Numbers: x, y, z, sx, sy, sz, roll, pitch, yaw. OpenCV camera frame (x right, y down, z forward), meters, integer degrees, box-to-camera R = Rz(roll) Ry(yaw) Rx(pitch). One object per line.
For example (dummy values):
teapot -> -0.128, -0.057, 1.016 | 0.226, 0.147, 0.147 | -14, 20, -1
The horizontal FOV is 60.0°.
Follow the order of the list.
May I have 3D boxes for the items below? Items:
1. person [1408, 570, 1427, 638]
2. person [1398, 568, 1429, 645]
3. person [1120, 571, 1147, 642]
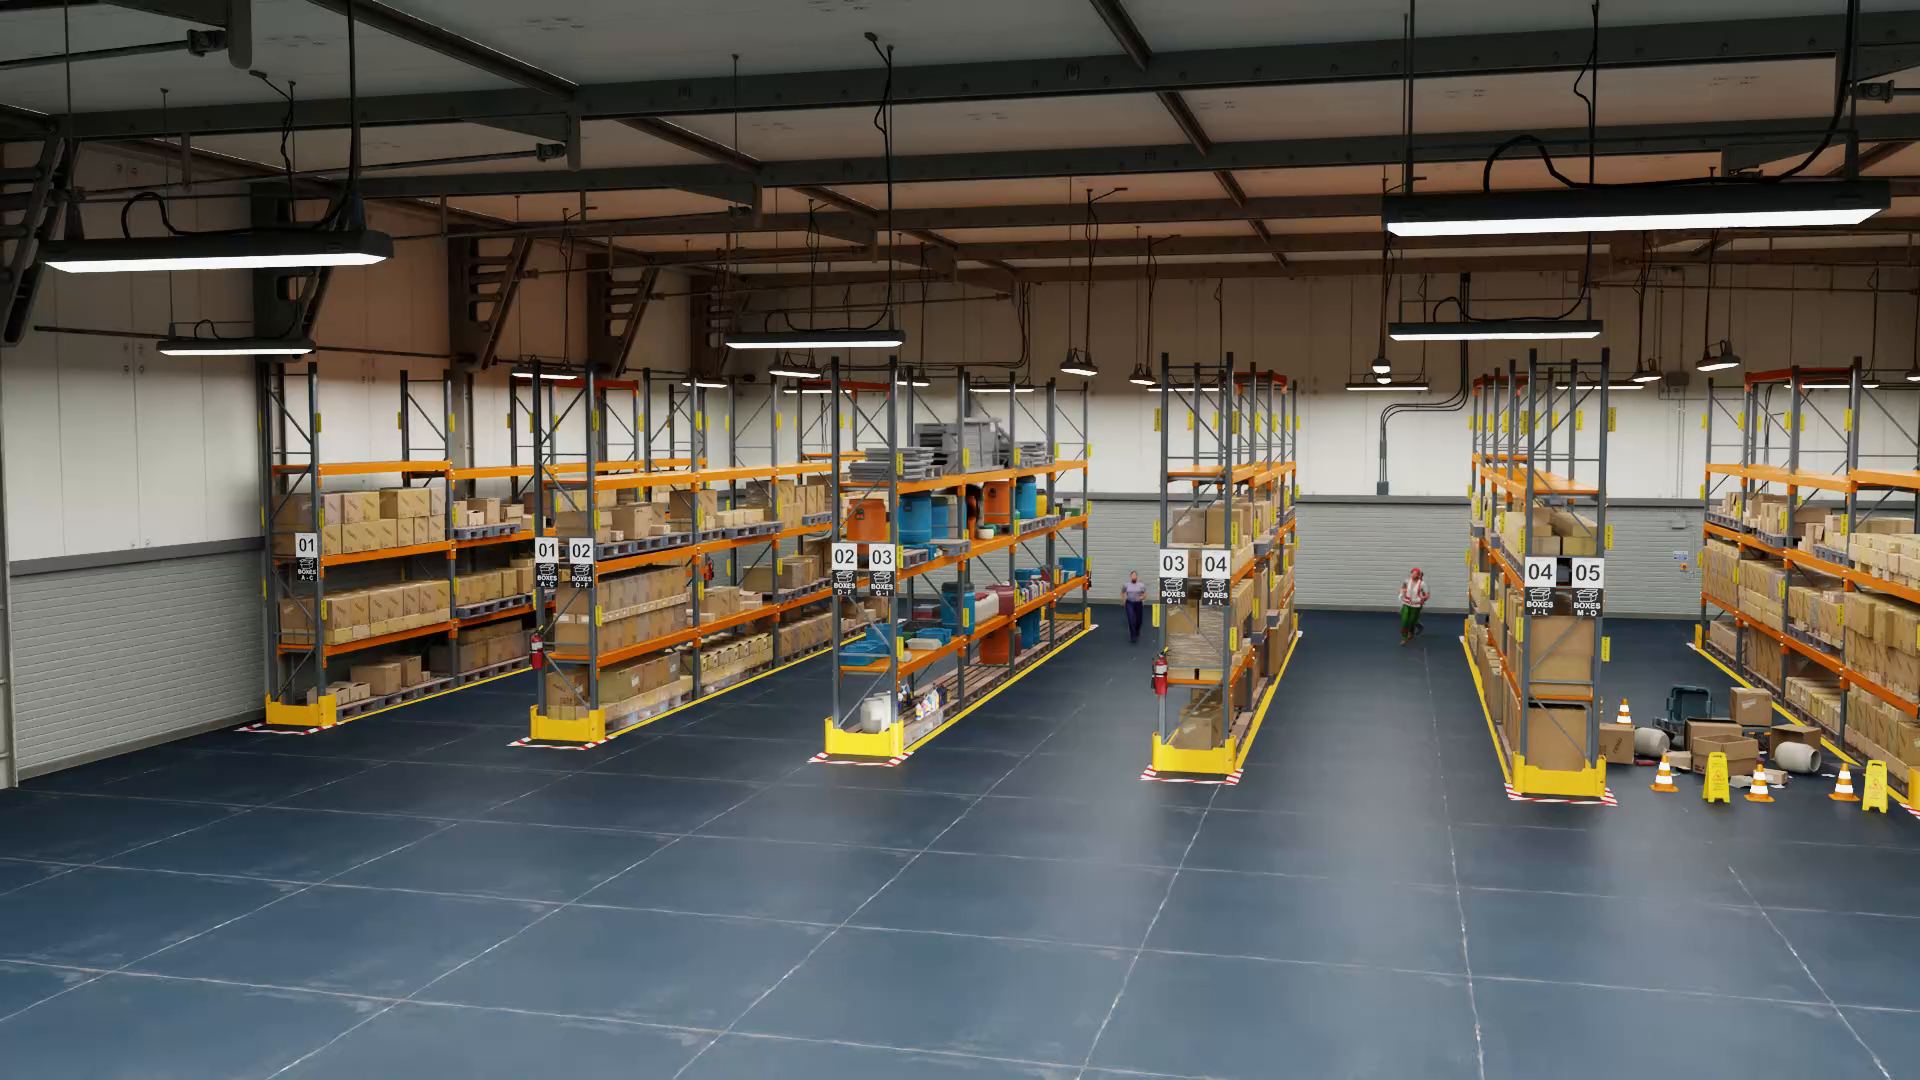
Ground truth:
person -> 10.575, 1.501, 38.544 | 0.495, 1.614, 0.611 | -2, 5, -28
person -> 10.287, 1.493, 37.722 | 0.703, 1.749, 0.796 | 2, 5, 30
person -> 3.987, 1.525, 38.134 | 0.609, 1.590, 0.711 | 0, 4, 2
